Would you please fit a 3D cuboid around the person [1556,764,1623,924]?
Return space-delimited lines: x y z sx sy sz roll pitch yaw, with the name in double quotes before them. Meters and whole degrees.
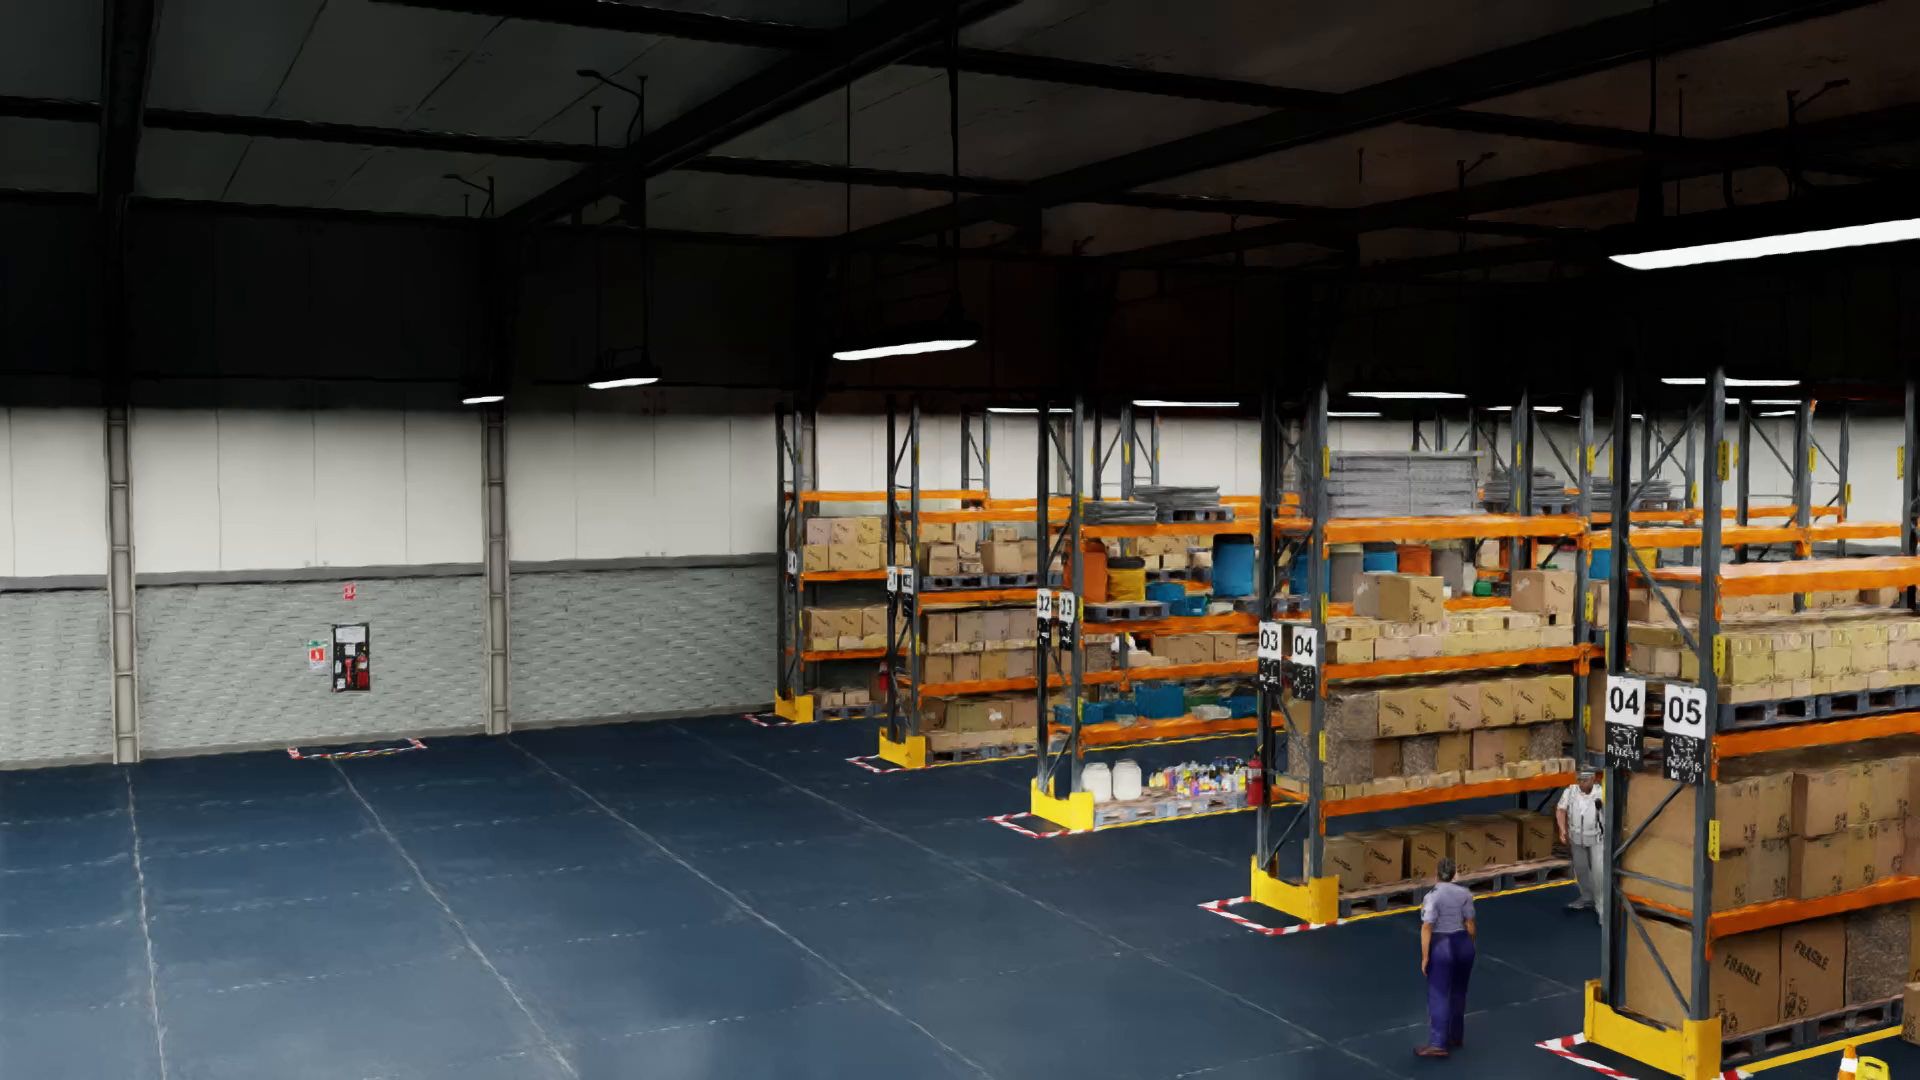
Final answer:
"person" 6.916 3.278 18.223 0.702 1.699 0.808 3 4 43

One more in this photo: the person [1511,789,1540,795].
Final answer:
"person" 8.461 2.921 24.667 0.573 1.667 0.544 0 3 4

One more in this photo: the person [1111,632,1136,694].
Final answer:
"person" 3.173 2.453 32.718 1.035 1.707 0.569 -2 4 -36

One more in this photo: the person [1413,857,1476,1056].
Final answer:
"person" 4.143 3.529 14.216 0.667 1.641 0.486 -1 3 -16
